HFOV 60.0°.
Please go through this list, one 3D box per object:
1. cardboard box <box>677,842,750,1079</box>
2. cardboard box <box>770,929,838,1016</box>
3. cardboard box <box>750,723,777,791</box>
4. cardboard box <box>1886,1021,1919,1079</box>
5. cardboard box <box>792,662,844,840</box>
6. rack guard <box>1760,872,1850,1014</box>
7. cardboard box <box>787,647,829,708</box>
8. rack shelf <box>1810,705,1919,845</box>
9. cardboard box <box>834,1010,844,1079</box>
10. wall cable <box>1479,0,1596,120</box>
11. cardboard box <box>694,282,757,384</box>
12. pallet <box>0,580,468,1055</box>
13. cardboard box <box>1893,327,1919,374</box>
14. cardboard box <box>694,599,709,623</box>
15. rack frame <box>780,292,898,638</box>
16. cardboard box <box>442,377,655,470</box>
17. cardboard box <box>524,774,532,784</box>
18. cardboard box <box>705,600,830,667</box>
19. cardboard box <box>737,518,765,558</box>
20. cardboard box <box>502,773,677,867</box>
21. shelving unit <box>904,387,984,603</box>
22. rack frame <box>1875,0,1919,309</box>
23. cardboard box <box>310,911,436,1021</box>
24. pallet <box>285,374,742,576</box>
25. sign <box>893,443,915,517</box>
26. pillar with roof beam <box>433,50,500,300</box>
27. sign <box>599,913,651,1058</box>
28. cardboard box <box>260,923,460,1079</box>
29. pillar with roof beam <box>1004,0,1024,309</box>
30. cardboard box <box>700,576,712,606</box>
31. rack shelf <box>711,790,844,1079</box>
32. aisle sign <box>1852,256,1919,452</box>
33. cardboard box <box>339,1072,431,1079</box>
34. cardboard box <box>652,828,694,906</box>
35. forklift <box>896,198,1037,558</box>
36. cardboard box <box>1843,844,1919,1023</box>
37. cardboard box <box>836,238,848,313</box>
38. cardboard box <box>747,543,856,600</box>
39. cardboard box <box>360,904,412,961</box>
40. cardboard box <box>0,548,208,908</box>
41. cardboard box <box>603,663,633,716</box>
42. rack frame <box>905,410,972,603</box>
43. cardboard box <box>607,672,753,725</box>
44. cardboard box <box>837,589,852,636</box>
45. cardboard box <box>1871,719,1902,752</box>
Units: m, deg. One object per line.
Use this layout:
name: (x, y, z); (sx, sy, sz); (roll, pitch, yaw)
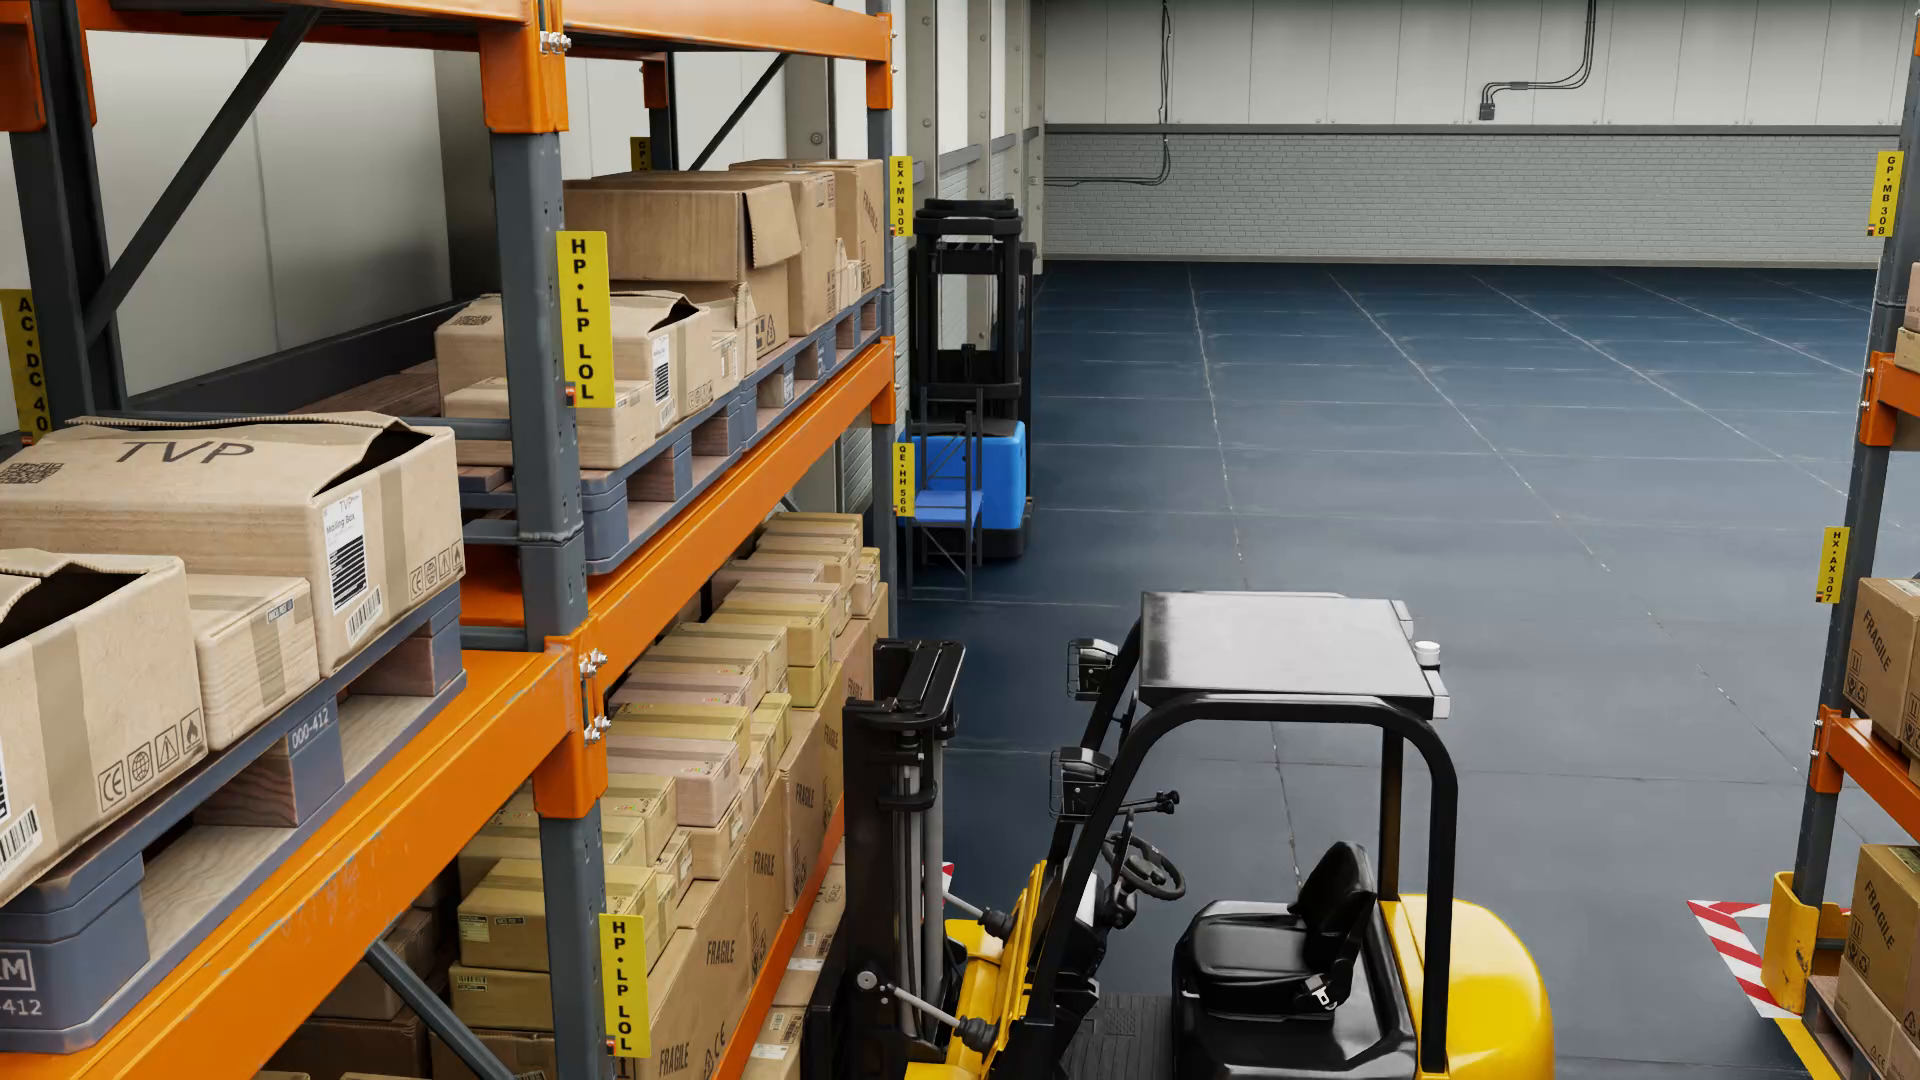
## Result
cardboard box: (-0.884, 1.139, 4.512); (0.500, 0.500, 0.500); (2, 15, 7)
cardboard box: (-0.690, 1.558, 5.701); (0.500, 0.250, 0.500); (1, 15, 5)
cardboard box: (-0.765, 0.663, 5.031); (0.380, 0.149, 0.250); (1, 15, 4)
cardboard box: (3.717, 1.996, 5.998); (0.500, 0.250, 0.500); (2, 15, 8)
cardboard box: (-0.704, 0.747, 5.962); (0.500, 0.500, 0.500); (1, 15, 5)
rack guard: (4.140, 1.764, 7.180); (1.175, 0.500, 0.348); (2, 15, 6)
cardboard box: (-0.665, 0.463, 5.770); (0.380, 0.149, 0.250); (2, 15, 7)
rack shelf: (3.923, 1.404, 5.102); (1.077, 0.370, 4.000); (2, 15, 6)
cardboard box: (-0.693, 1.805, 5.745); (0.500, 0.250, 0.500); (2, 15, 6)
wall cable: (12.704, -12.213, 36.074); (2.305, 6.003, 0.169); (2, 15, 6)
cardboard box: (-0.766, -0.580, 4.576); (0.396, 0.266, 0.258); (1, 15, 5)
pallet: (-1.322, 0.304, 2.413); (0.805, 0.209, 1.217); (1, 15, 4)
cardboard box: (3.788, -0.712, 6.285); (0.380, 0.149, 0.250); (2, 15, 6)
cardboard box: (-1.170, 0.311, 6.332); (0.380, 0.149, 0.250); (1, 15, 4)
rack frame: (-0.784, 0.393, 7.464); (1.000, 3.000, 0.127); (2, 15, 6)
cardboard box: (-0.883, -0.255, 3.598); (0.380, 0.149, 0.250); (2, 15, 7)
cardboard box: (-1.311, 0.713, 4.843); (0.380, 0.149, 0.250); (2, 15, 8)
cardboard box: (-0.660, 0.321, 5.725); (0.380, 0.149, 0.250); (2, 15, 7)
cardboard box: (-1.034, -0.032, 7.028); (0.380, 0.149, 0.250); (1, 15, 5)
cardboard box: (-0.945, 0.714, 4.270); (0.380, 0.149, 0.250); (1, 15, 5)
shelving unit: (-0.116, -0.378, 13.187); (0.538, 1.500, 1.048); (1, 15, 5)
rack frame: (4.148, -2.358, 6.143); (1.000, 3.000, 0.127); (2, 15, 6)
cardboard box: (-1.454, 0.978, 3.866); (0.380, 0.149, 0.250); (2, 15, 6)
pallet: (-1.165, -0.197, 4.068); (1.003, 0.211, 1.213); (2, 15, 6)
sign: (-0.247, -0.261, 7.209); (0.100, 0.325, 0.005); (2, 15, 6)
pillar with roof beam: (2.519, -2.223, 5.642); (9.100, 9.000, 0.400); (2, 15, 6)
sign: (-0.695, 0.923, 3.436); (0.100, 0.325, 0.005); (2, 15, 6)
cardboard box: (-1.453, 1.257, 4.074); (0.500, 0.500, 0.500); (2, 15, 6)
pillar with roof beam: (5.227, -8.447, 28.662); (9.100, 9.000, 0.400); (2, 15, 6)
cardboard box: (-1.156, 0.168, 6.290); (0.380, 0.149, 0.250); (2, 15, 7)
rack shelf: (-1.010, 1.259, 5.639); (1.077, 0.370, 4.000); (2, 15, 6)
aisle sign: (3.847, -0.742, 6.680); (0.394, 0.787, 0.004); (2, 15, 6)
cardboard box: (-1.053, 1.164, 3.177); (0.380, 0.149, 0.250); (2, 15, 8)
cardboard box: (-0.909, 0.858, 4.308); (0.380, 0.149, 0.250); (2, 15, 6)
forklift: (0.117, -1.602, 14.970); (1.130, 2.935, 3.031); (1, 15, 5)
cardboard box: (3.780, 1.508, 6.366); (0.500, 0.500, 0.500); (1, 15, 4)
cardboard box: (-0.605, -0.952, 5.951); (0.396, 0.266, 0.258); (2, 15, 6)
cardboard box: (-0.615, 0.120, 6.467); (0.380, 0.149, 0.250); (2, 15, 8)
cardboard box: (-1.500, 0.833, 3.829); (0.380, 0.149, 0.250); (2, 15, 6)
cardboard box: (-1.162, 0.168, 1.722); (0.500, 0.311, 0.500); (1, 15, 4)
cardboard box: (-1.264, 0.437, 5.294); (0.380, 0.149, 0.250); (2, 15, 8)
rack frame: (-0.162, -0.246, 12.698); (0.500, 1.500, 0.032); (1, 15, 5)
cardboard box: (-0.838, 0.515, 5.008); (0.380, 0.149, 0.250); (2, 15, 6)
cardboard box: (-0.634, 0.262, 6.512); (0.380, 0.149, 0.250); (2, 15, 7)
cardboard box: (3.904, 0.741, 6.656); (0.380, 0.149, 0.250); (2, 15, 6)
